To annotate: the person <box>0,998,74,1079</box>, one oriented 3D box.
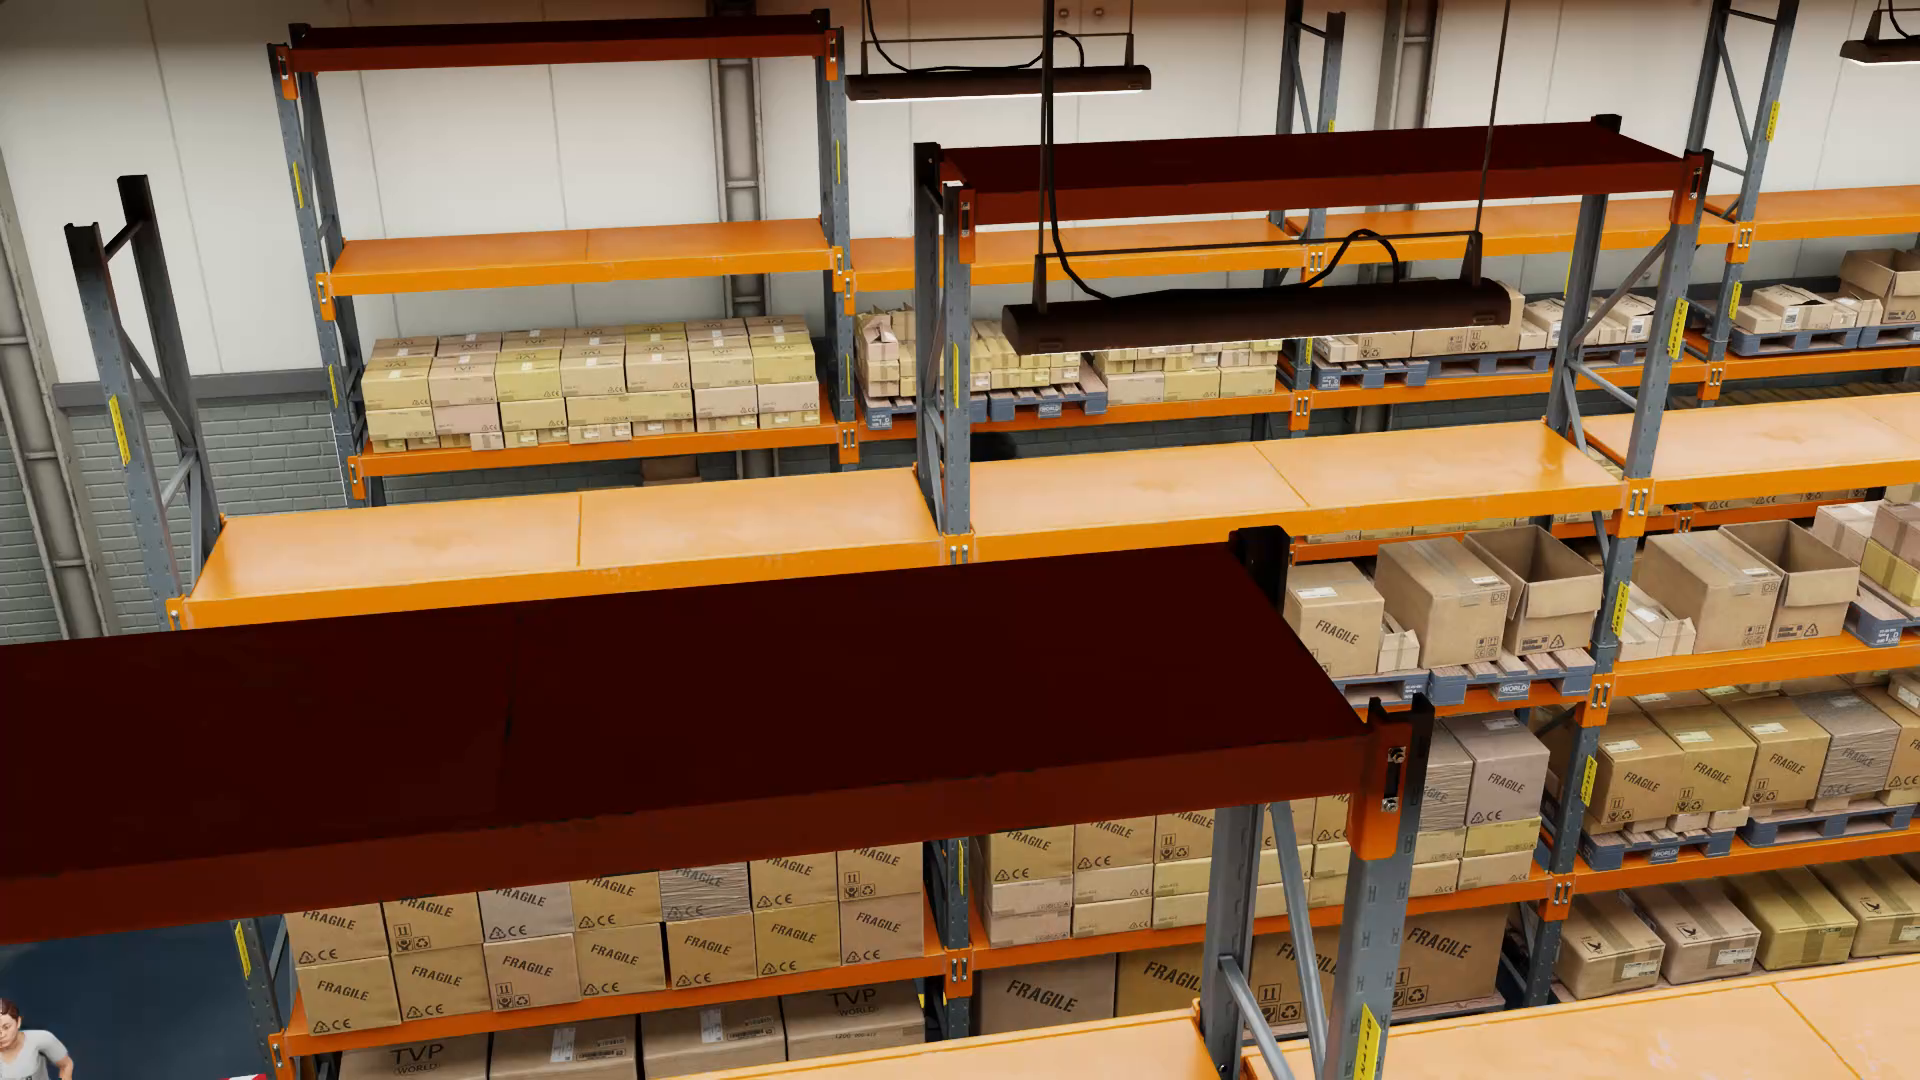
[{"bbox_3d":[-5.373,3.309,9.593,0.573,1.634,0.536,-11,28,-21],"label":"person"}]
